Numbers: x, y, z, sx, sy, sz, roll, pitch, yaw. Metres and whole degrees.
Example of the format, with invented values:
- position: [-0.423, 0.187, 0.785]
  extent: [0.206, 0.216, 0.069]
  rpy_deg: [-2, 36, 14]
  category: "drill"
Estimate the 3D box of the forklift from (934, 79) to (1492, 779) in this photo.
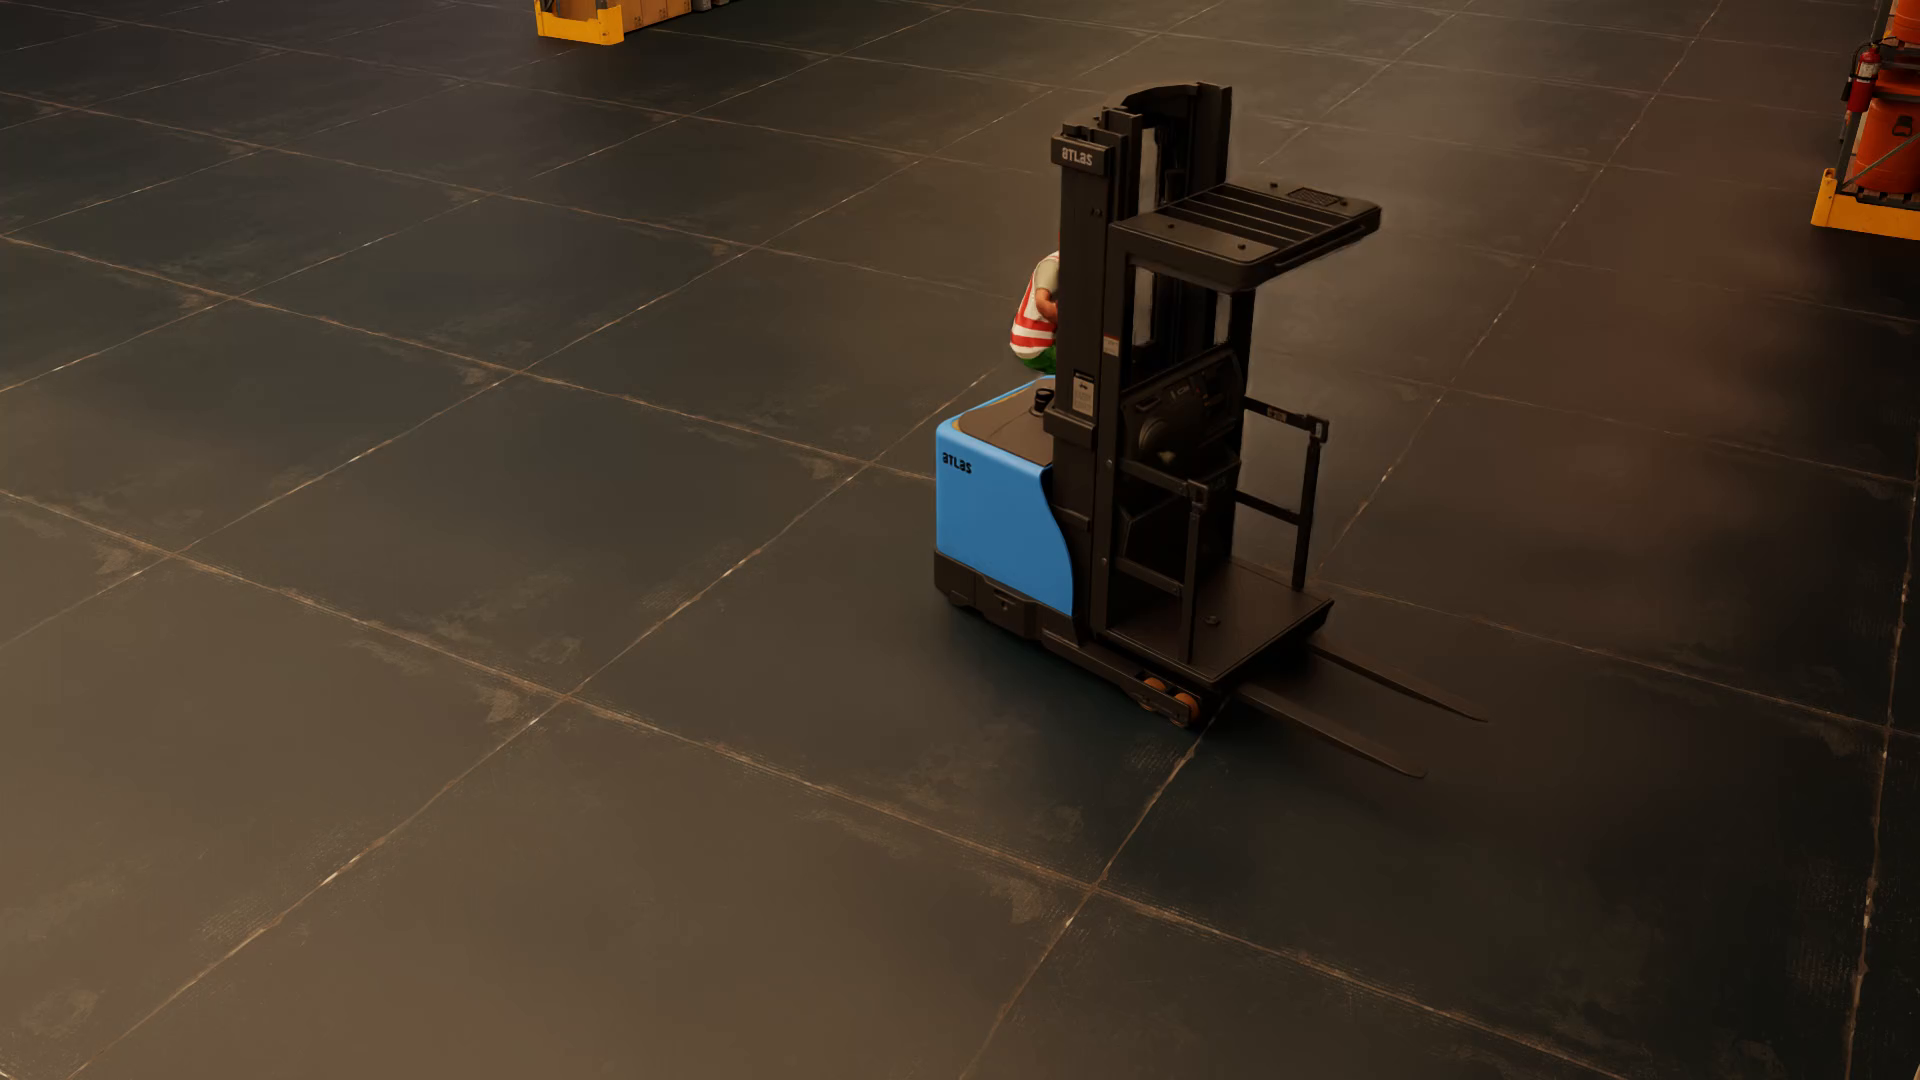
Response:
- position: [1.264, -0.624, 8.152]
  extent: [3.031, 2.935, 1.130]
  rpy_deg: [26, 39, 37]
  category: "forklift"

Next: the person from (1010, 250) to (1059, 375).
- position: [0.718, -1.335, 10.863]
  extent: [0.777, 1.540, 0.898]
  rpy_deg: [1, 30, 1]
  category: "person"
